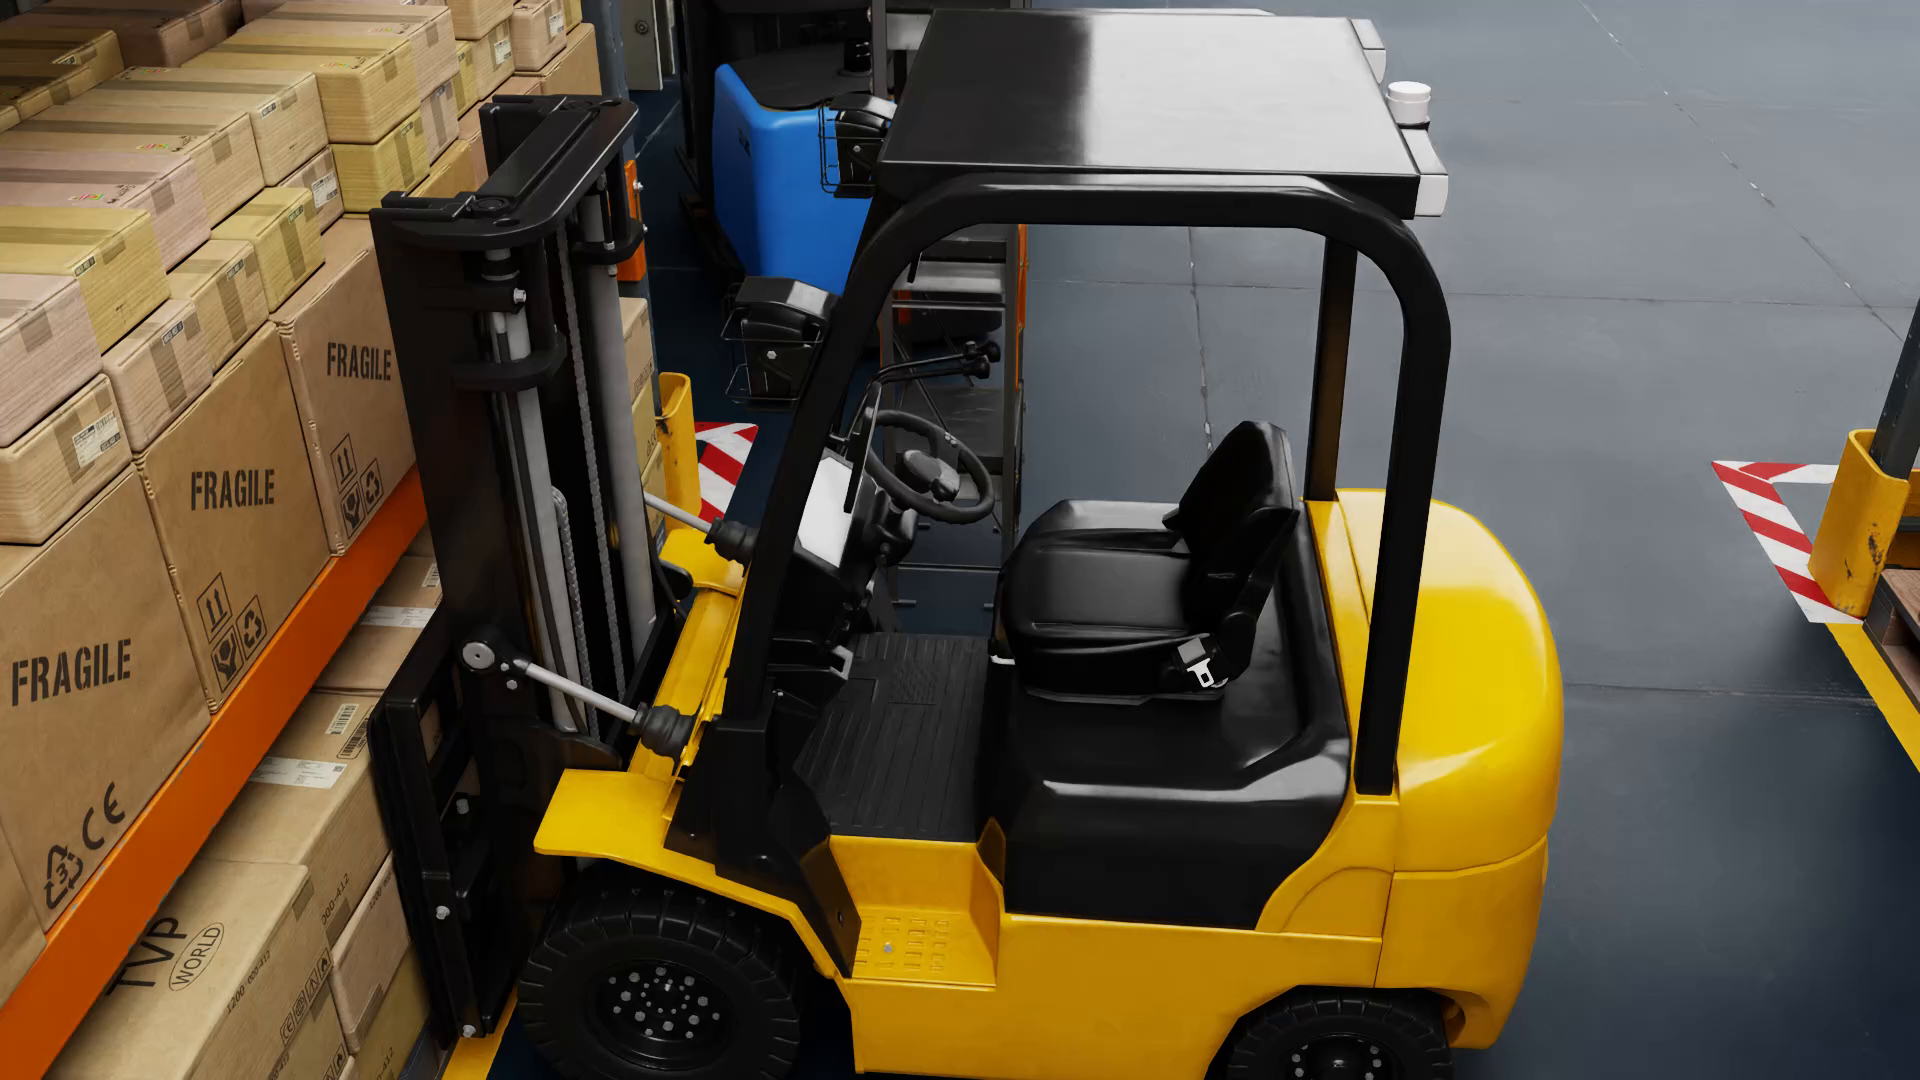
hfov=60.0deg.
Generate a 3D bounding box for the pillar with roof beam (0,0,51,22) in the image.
[{"bbox_3d":[1.820,-3.391,2.676,9.100,9.000,0.400,2,32,4],"label":"pillar with roof beam"}]

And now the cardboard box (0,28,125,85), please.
[{"bbox_3d":[-1.969,-0.951,3.437,0.380,0.149,0.250,2,32,3],"label":"cardboard box"}]

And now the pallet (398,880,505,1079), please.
[{"bbox_3d":[-1.638,0.878,4.124,1.003,0.211,1.213,2,32,4],"label":"pallet"}]

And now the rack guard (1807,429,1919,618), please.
[{"bbox_3d":[3.426,-0.033,5.327,1.175,0.500,0.348,2,32,4],"label":"rack guard"}]

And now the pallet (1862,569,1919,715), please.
[{"bbox_3d":[3.324,0.513,4.716,1.003,0.211,1.213,2,32,4],"label":"pallet"}]

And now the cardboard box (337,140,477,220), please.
[{"bbox_3d":[-1.387,-0.582,3.740,0.500,0.500,0.500,2,32,3],"label":"cardboard box"}]

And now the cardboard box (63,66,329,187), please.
[{"bbox_3d":[-1.454,-0.794,3.181,0.380,0.149,0.250,3,32,5],"label":"cardboard box"}]

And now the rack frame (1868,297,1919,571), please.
[{"bbox_3d":[3.432,-1.137,4.735,1.000,3.000,0.127,2,32,4],"label":"rack frame"}]

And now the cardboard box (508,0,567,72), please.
[{"bbox_3d":[-1.256,-1.337,4.347,0.380,0.149,0.250,3,32,5],"label":"cardboard box"}]

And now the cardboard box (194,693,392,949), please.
[{"bbox_3d":[-1.408,0.544,3.276,0.500,0.250,0.500,3,32,6],"label":"cardboard box"}]

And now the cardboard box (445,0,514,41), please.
[{"bbox_3d":[-1.318,-1.328,4.048,0.380,0.149,0.250,3,32,5],"label":"cardboard box"}]

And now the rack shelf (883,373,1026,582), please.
[{"bbox_3d":[-0.013,-0.200,5.433,0.431,0.518,0.480,2,32,4],"label":"rack shelf"}]

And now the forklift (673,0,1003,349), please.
[{"bbox_3d":[-0.756,-2.752,7.421,1.130,2.935,3.031,-10,33,-15],"label":"forklift"}]

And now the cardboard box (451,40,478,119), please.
[{"bbox_3d":[-1.369,-1.075,3.922,0.380,0.149,0.250,2,32,4],"label":"cardboard box"}]

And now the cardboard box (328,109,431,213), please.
[{"bbox_3d":[-1.345,-0.800,3.476,0.380,0.149,0.250,3,32,4],"label":"cardboard box"}]

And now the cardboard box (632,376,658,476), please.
[{"bbox_3d":[-1.244,-0.300,5.122,0.500,0.250,0.500,2,32,3],"label":"cardboard box"}]

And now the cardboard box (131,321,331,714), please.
[{"bbox_3d":[-1.479,-0.057,2.887,0.500,0.500,0.500,2,32,3],"label":"cardboard box"}]

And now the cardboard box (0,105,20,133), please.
[{"bbox_3d":[-1.928,-0.680,2.997,0.380,0.149,0.250,3,32,5],"label":"cardboard box"}]

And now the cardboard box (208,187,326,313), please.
[{"bbox_3d":[-1.408,-0.537,3.049,0.380,0.149,0.250,2,32,3],"label":"cardboard box"}]

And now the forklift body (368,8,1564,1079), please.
[{"bbox_3d":[0.148,0.084,3.564,2.313,2.155,1.214,2,32,4],"label":"forklift body"}]

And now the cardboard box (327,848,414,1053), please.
[{"bbox_3d":[-1.403,0.758,3.405,0.500,0.250,0.500,2,32,4],"label":"cardboard box"}]

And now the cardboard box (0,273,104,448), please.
[{"bbox_3d":[-1.453,-0.259,2.314,0.380,0.149,0.250,3,32,5],"label":"cardboard box"}]

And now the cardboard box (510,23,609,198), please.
[{"bbox_3d":[-1.294,-1.121,4.614,0.500,0.500,0.500,2,32,3],"label":"cardboard box"}]

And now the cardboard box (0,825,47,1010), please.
[{"bbox_3d":[-1.545,0.481,2.015,0.500,0.500,0.500,2,32,3],"label":"cardboard box"}]

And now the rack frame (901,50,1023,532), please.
[{"bbox_3d":[0.006,-0.935,5.266,0.400,2.100,0.015,2,32,4],"label":"rack frame"}]

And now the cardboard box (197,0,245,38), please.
[{"bbox_3d":[-1.853,-1.223,3.878,0.380,0.149,0.250,3,32,4],"label":"cardboard box"}]

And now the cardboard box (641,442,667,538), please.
[{"bbox_3d":[-1.239,-0.096,5.267,0.500,0.250,0.500,3,32,4],"label":"cardboard box"}]

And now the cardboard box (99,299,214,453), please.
[{"bbox_3d":[-1.423,-0.265,2.608,0.380,0.149,0.250,2,32,3],"label":"cardboard box"}]

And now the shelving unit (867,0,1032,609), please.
[{"bbox_3d":[-0.013,-0.807,5.059,0.431,2.100,0.503,2,32,4],"label":"shelving unit"}]

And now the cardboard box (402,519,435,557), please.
[{"bbox_3d":[-1.309,0.005,4.150,0.500,0.250,0.500,3,32,5],"label":"cardboard box"}]

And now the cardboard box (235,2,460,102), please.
[{"bbox_3d":[-1.323,-1.060,3.613,0.380,0.149,0.250,3,32,5],"label":"cardboard box"}]

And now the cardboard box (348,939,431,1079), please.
[{"bbox_3d":[-1.420,0.962,3.550,0.500,0.250,0.500,3,32,5],"label":"cardboard box"}]

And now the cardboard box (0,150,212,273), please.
[{"bbox_3d":[-1.494,-0.532,2.756,0.380,0.149,0.250,2,32,4],"label":"cardboard box"}]
